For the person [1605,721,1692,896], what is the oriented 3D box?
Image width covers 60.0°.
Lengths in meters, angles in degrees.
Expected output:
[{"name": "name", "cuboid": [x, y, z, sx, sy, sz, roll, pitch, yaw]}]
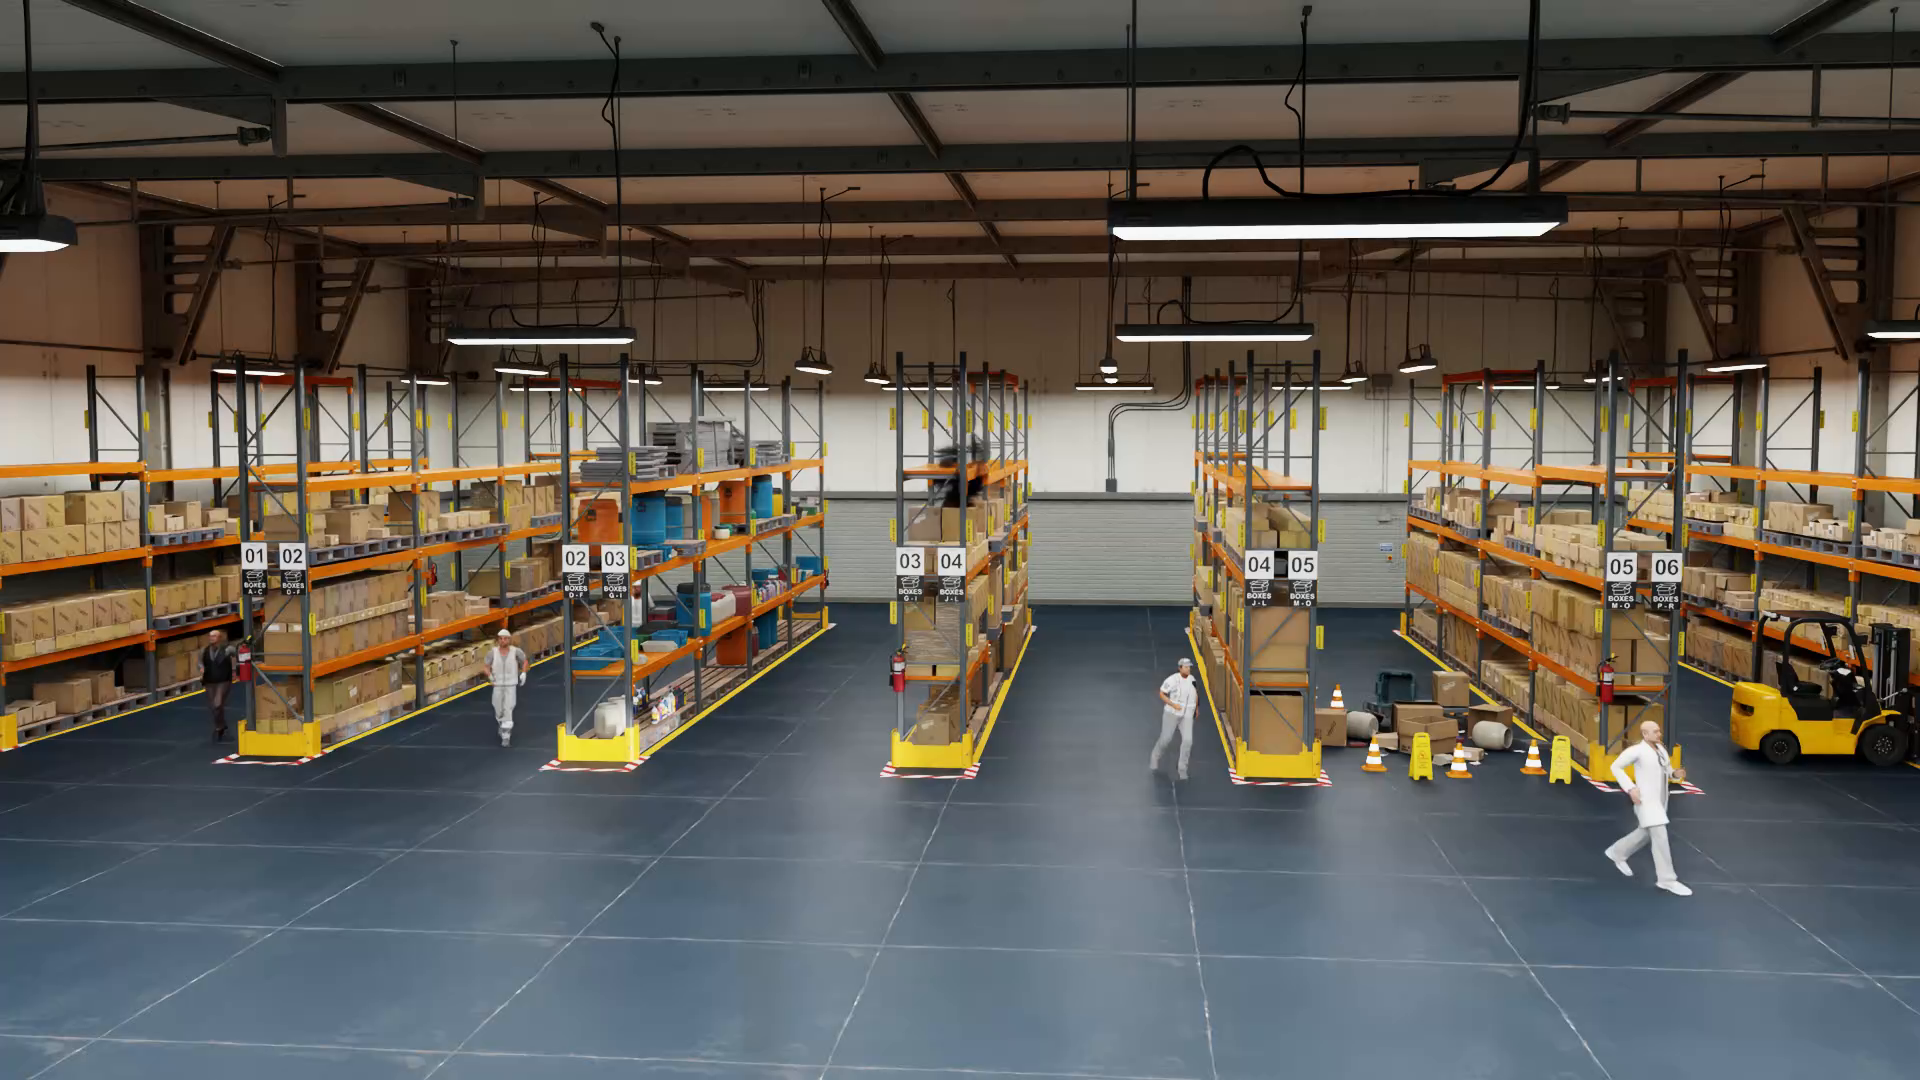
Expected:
[{"name": "person", "cuboid": [7.387, 2.818, 17.821, 0.699, 1.771, 1.058, -3, 5, -39]}]

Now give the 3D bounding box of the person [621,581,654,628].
[{"name": "person", "cuboid": [-6.611, 1.712, 34.115, 0.679, 1.732, 0.623, 0, 4, -2]}]

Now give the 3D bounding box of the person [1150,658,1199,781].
[{"name": "person", "cuboid": [3.114, 2.513, 23.569, 0.694, 1.686, 0.846, -1, 4, -15]}]

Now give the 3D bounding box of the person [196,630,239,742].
[{"name": "person", "cuboid": [-11.729, 2.301, 26.294, 0.659, 1.751, 0.745, 0, 4, 1]}]

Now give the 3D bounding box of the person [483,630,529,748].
[{"name": "person", "cuboid": [-7.072, 2.276, 25.875, 0.679, 1.792, 0.839, -1, 4, -9]}]
